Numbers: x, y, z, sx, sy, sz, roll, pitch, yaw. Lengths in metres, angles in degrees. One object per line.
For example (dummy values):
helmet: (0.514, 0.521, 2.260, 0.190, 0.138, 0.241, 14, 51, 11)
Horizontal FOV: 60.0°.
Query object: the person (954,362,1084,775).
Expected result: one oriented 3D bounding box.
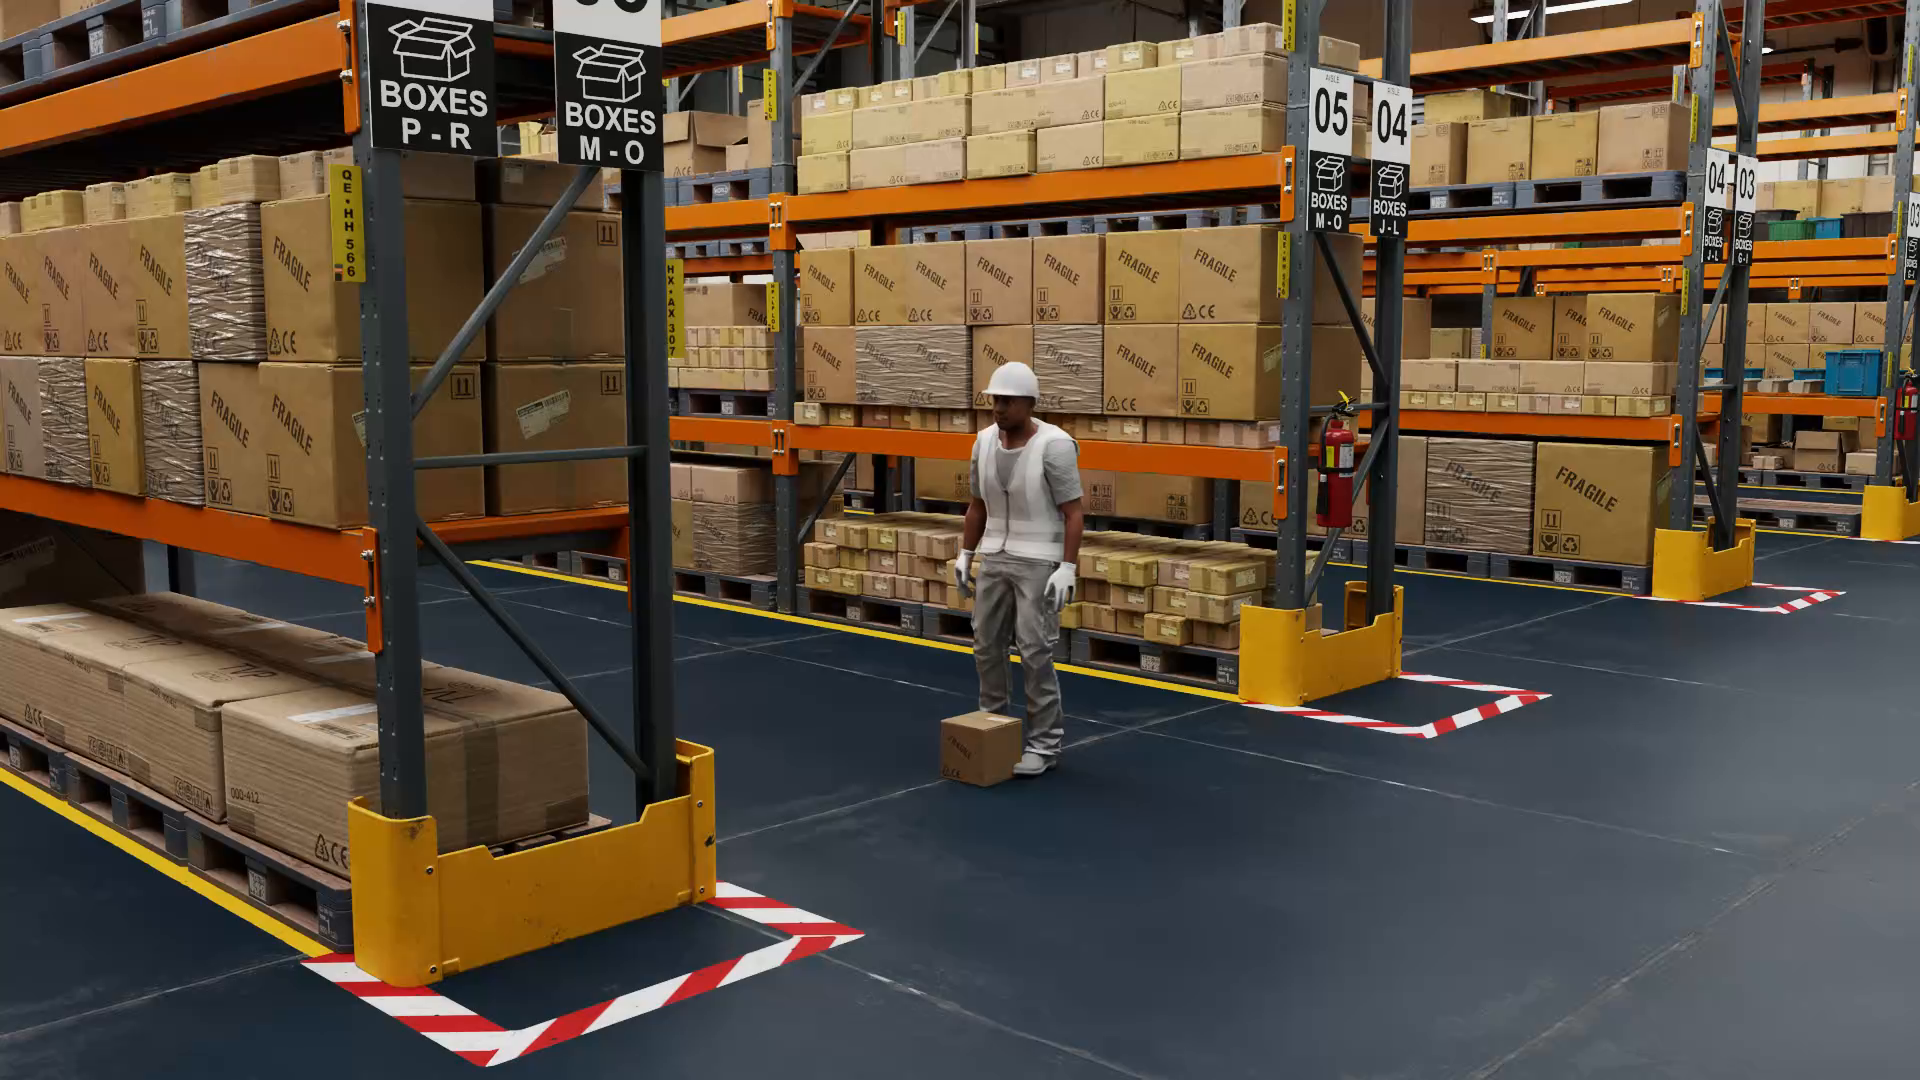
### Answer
person: (0.253, 0.119, 7.220, 0.630, 1.776, 0.443, 6, 9, 41)
